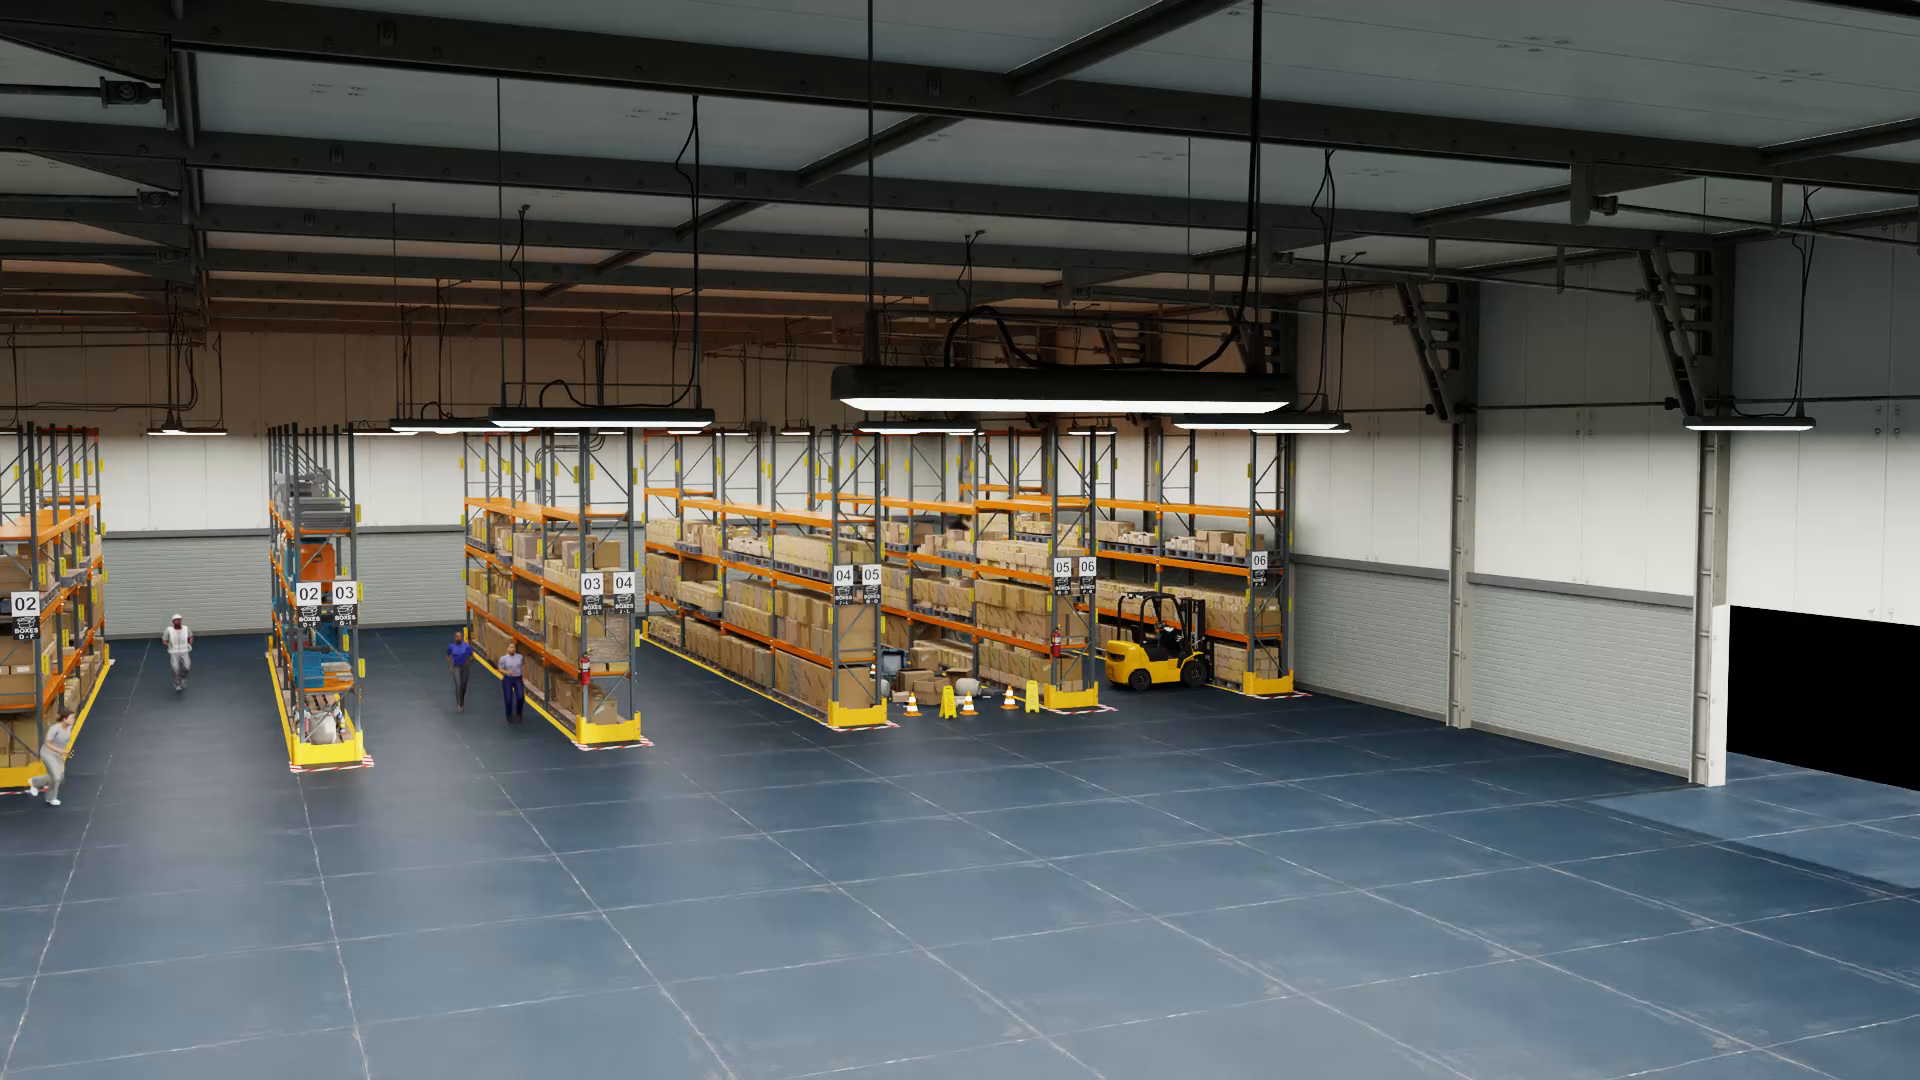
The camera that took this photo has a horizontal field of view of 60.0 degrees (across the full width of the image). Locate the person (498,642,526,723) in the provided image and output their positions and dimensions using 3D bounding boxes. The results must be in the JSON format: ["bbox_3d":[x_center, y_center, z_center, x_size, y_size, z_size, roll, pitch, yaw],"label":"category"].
[{"bbox_3d":[-8.964,2.871,33.372,0.579,1.617,0.643,-2,4,-26],"label":"person"}]

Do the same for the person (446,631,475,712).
[{"bbox_3d":[-10.502,2.739,34.973,0.573,1.653,0.838,-1,4,-21],"label":"person"}]

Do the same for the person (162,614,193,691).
[{"bbox_3d":[-17.637,2.548,37.569,0.667,1.735,0.592,-2,4,-33],"label":"person"}]

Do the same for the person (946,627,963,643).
[{"bbox_3d":[-0.235,2.131,44.928,0.643,1.694,0.590,-2,4,-24],"label":"person"}]

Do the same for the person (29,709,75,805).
[{"bbox_3d":[-14.203,3.390,26.058,0.833,1.516,0.563,1,4,11],"label":"person"}]
